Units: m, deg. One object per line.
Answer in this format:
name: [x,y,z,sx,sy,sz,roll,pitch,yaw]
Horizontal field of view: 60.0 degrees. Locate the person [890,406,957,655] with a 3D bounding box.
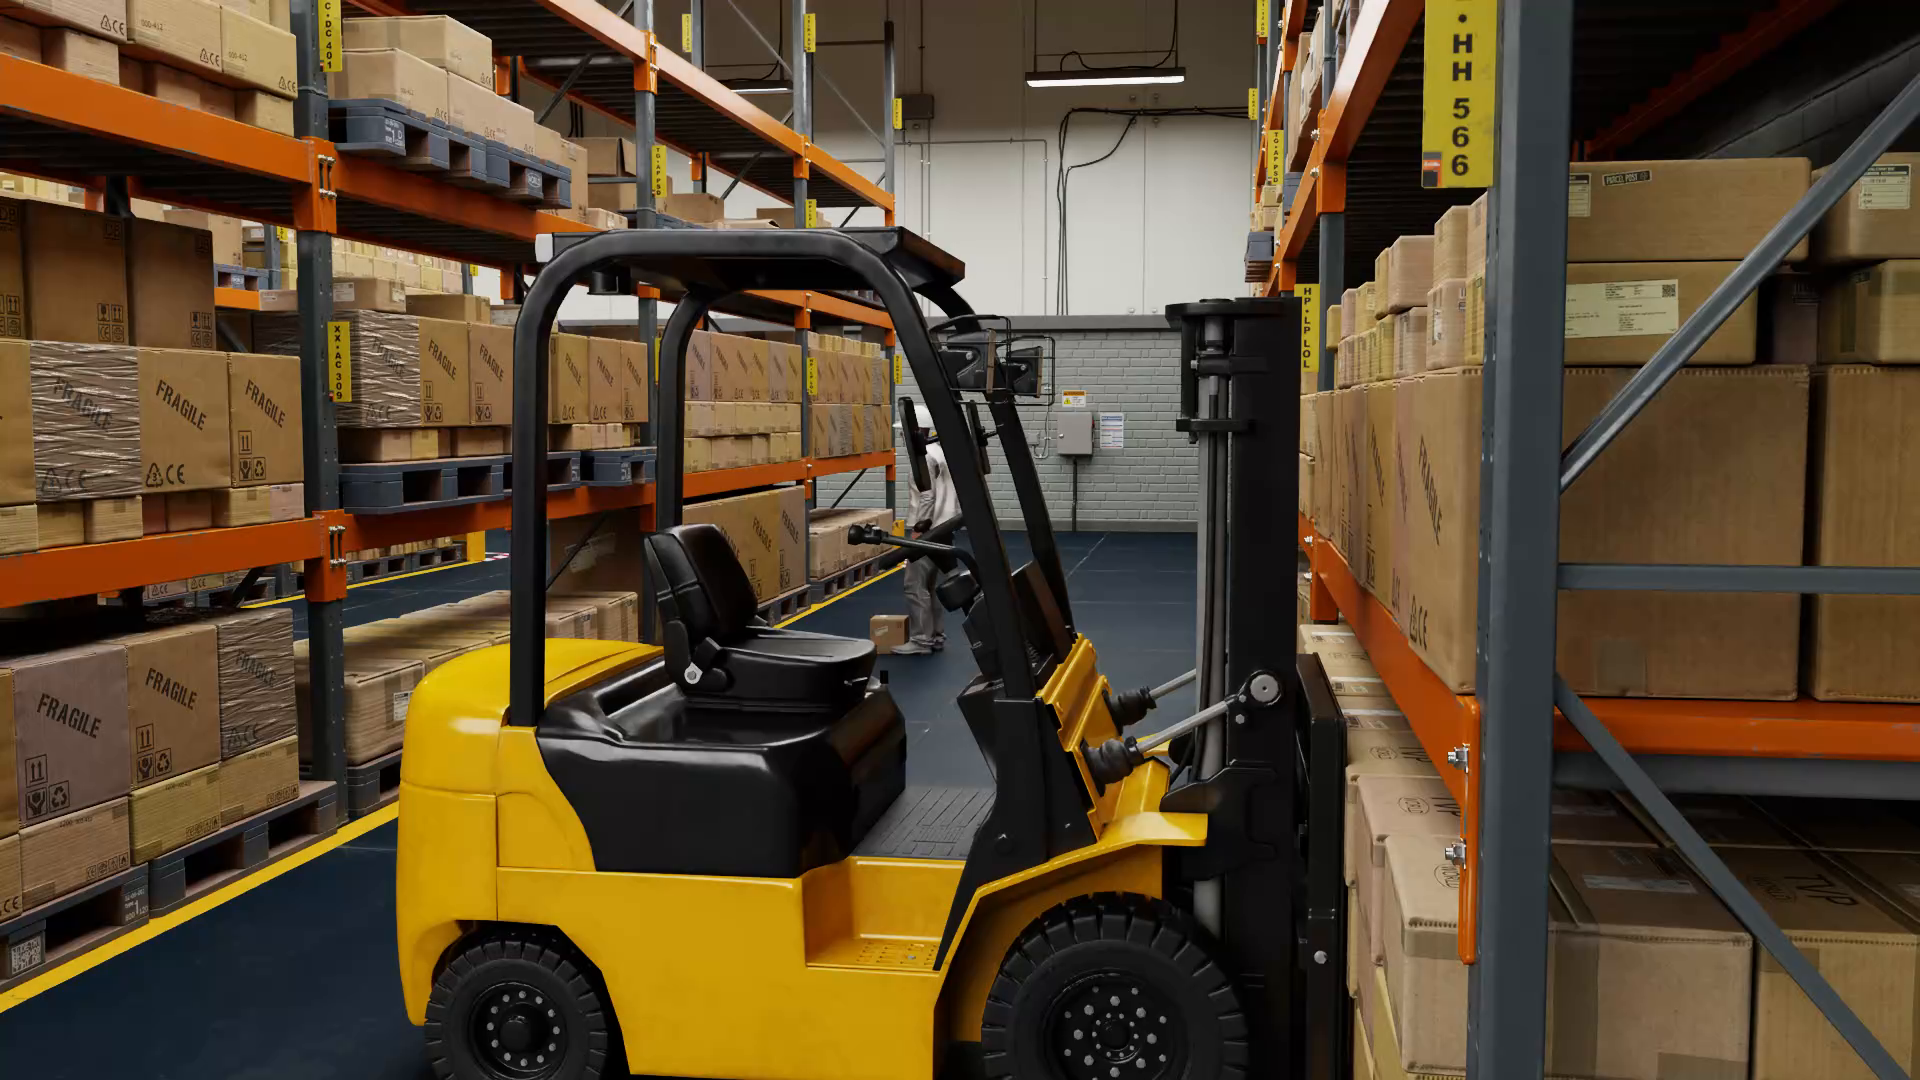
person: [-0.256,-0.074,11.903,0.469,1.772,0.594,0,4,5]
